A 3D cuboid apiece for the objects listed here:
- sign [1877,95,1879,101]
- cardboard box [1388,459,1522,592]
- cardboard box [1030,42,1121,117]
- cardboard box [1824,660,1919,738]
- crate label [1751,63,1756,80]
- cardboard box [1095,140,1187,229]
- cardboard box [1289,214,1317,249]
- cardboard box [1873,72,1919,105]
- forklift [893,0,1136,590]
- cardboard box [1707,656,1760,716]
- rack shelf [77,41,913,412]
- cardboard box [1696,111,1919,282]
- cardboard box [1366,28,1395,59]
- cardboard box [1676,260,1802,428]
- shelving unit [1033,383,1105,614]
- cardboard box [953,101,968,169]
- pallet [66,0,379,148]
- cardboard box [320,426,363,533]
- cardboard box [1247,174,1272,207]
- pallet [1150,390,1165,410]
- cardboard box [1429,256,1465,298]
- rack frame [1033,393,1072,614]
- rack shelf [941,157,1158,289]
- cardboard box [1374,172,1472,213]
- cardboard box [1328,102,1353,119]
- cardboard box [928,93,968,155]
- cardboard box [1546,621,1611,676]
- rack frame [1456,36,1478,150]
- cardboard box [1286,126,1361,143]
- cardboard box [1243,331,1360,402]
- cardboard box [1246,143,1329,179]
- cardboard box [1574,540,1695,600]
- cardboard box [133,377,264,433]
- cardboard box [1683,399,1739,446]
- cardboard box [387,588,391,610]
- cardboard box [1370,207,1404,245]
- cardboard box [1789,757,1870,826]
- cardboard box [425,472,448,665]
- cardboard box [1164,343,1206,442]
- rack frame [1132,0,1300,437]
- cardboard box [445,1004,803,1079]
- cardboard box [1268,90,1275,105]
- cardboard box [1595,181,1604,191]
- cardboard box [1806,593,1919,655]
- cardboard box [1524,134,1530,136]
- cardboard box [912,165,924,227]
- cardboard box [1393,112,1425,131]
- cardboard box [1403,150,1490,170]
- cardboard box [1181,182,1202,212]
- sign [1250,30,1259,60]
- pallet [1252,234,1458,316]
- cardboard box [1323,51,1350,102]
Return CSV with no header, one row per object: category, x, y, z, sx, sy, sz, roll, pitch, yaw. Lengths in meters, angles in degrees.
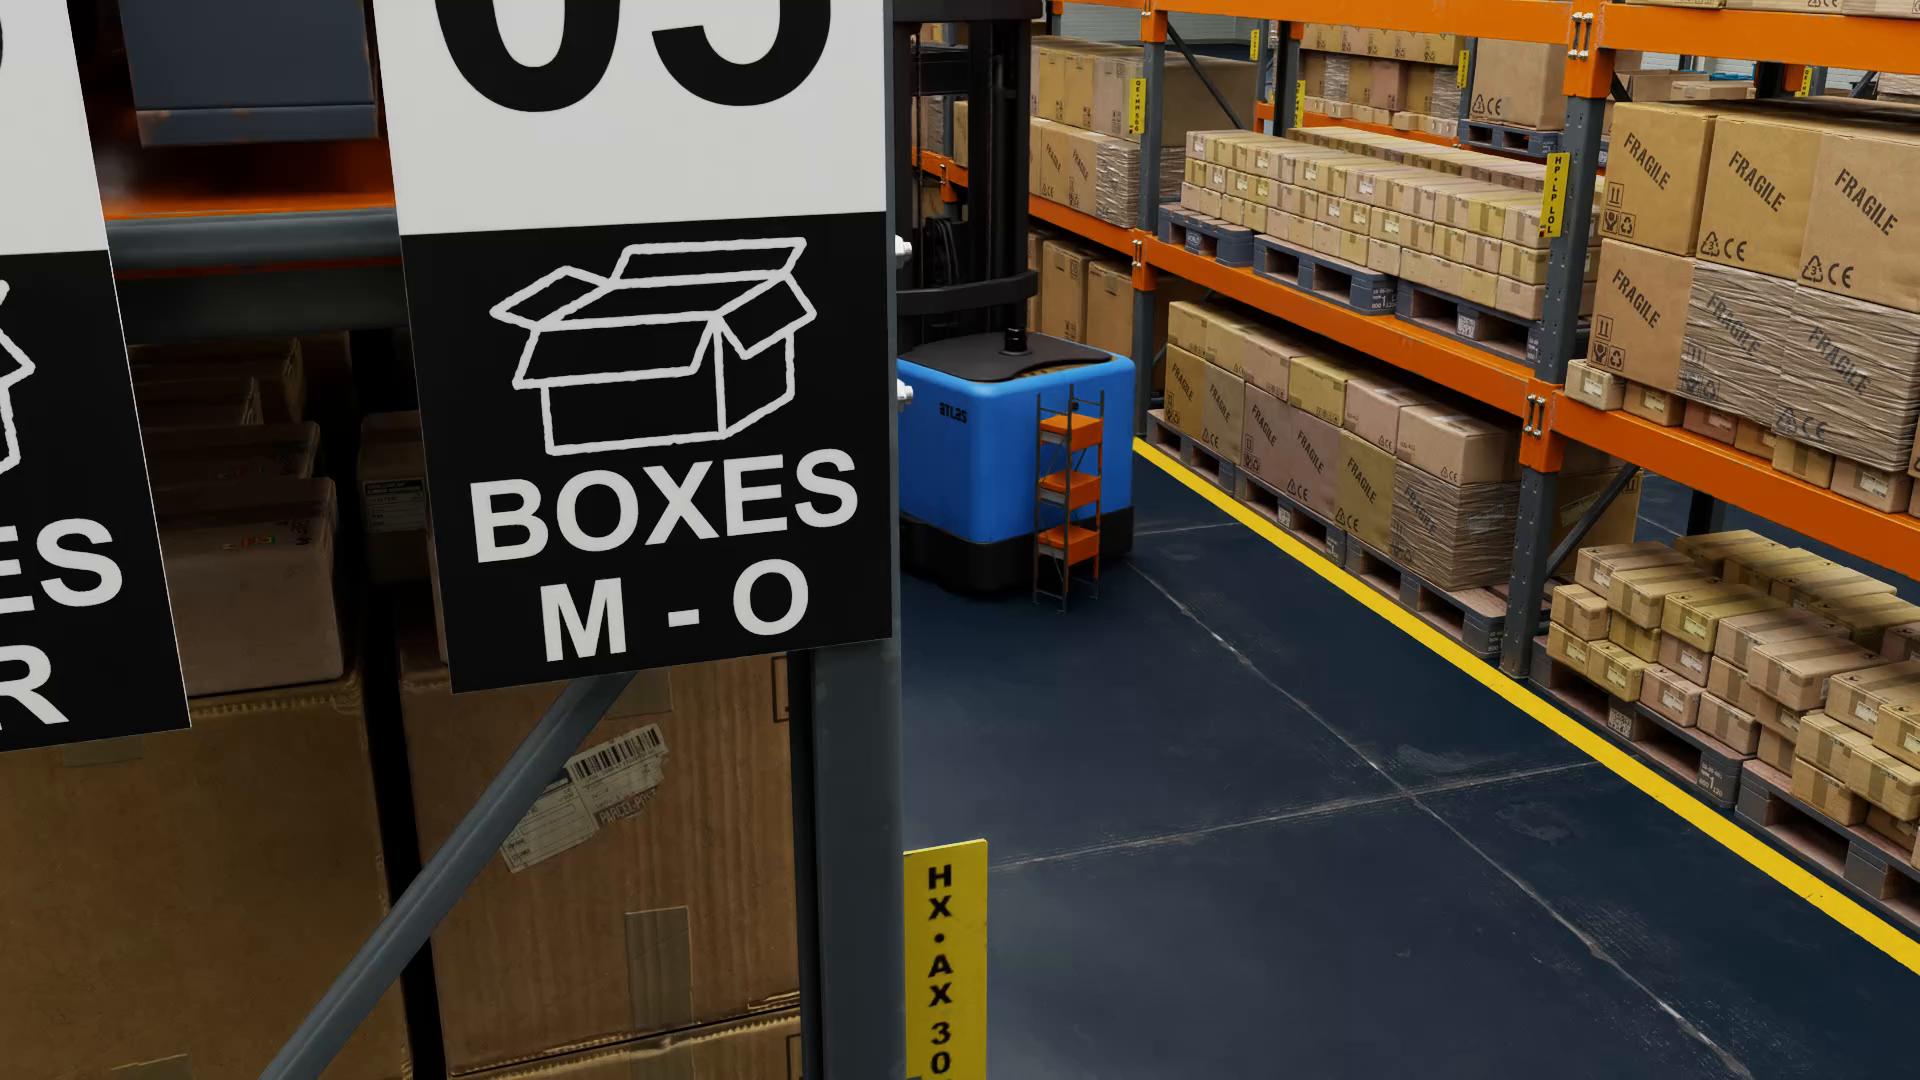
sign,9.264,-4.534,16.691,0.100,0.325,0.005,-6,21,-17
cardboard box,2.390,-0.102,7.840,0.500,0.500,0.500,-7,21,-18
cardboard box,0.831,-3.469,12.511,0.700,0.500,0.500,-6,21,-17
cardboard box,3.200,0.547,5.671,0.380,0.149,0.250,-7,21,-19
crate label,9.368,-5.197,18.894,0.502,0.435,0.616,-6,21,-17
cardboard box,1.208,-2.317,10.781,0.500,0.500,0.500,-6,21,-17
cardboard box,1.972,-1.643,8.803,0.380,0.149,0.250,-6,21,-16
cardboard box,6.559,-2.931,11.008,0.797,0.503,0.637,-6,21,-15
forklift,-0.396,-1.568,8.947,1.130,2.935,3.031,-14,24,-35
cardboard box,3.030,0.517,6.195,0.380,0.149,0.250,-7,21,-20
rack shelf,-1.177,-0.743,3.175,1.077,0.370,4.000,-6,21,-17
cardboard box,2.950,-1.192,5.732,0.500,0.500,0.500,-7,21,-19
cardboard box,4.370,-5.026,16.404,0.500,0.500,0.500,-6,21,-17
cardboard box,2.941,-0.713,5.877,0.500,0.500,0.500,-6,21,-17
shelving unit,0.514,-0.196,7.907,0.215,1.050,0.252,17,26,39
cardboard box,0.257,-3.287,13.483,0.500,0.500,0.500,-6,21,-17
pallet,-0.791,-0.635,1.941,1.003,0.211,1.213,-6,21,-17
cardboard box,-1.118,0.160,2.406,0.500,0.500,0.500,-6,21,-17
cardboard box,1.820,-1.944,9.201,0.380,0.149,0.250,-6,21,-17
pallet,1.428,-1.102,11.673,1.003,0.211,1.213,-6,21,-17
cardboard box,2.390,-1.219,7.624,0.380,0.149,0.250,-6,21,-17
rack frame,0.432,-0.165,7.822,0.200,1.050,0.008,17,26,39
rack shelf,0.976,-2.457,12.384,1.077,0.370,4.000,-6,21,-17
cardboard box,2.229,-1.670,8.000,0.380,0.149,0.250,-7,21,-19
cardboard box,4.073,-4.489,17.348,0.380,0.149,0.250,-6,21,-17
cardboard box,0.220,-3.625,14.350,0.875,0.550,0.550,-6,21,-17
cardboard box,2.671,0.425,6.892,0.380,0.149,0.250,-7,21,-20
rack frame,5.088,-3.932,15.426,1.000,3.000,0.127,-6,21,-17
cardboard box,2.194,-2.405,10.044,0.380,0.149,0.250,-7,21,-19
cardboard box,1.894,-0.958,9.113,0.500,0.250,0.500,-6,21,-17
cardboard box,1.809,-2.094,9.179,0.380,0.149,0.250,-7,21,-19
cardboard box,2.774,0.127,6.843,0.380,0.149,0.250,-6,20,-15
cardboard box,-1.115,-0.098,2.164,0.380,0.149,0.250,-7,21,-18
cardboard box,2.926,-0.471,6.163,0.380,0.149,0.250,-7,21,-20
cardboard box,-1.440,0.307,3.476,0.500,0.500,0.500,-6,21,-16
cardboard box,2.220,-1.531,8.053,0.380,0.149,0.250,-8,21,-20
cardboard box,3.118,0.837,5.745,0.380,0.149,0.250,-7,21,-19
cardboard box,-0.397,0.006,1.877,0.380,0.149,0.250,-6,21,-16
cardboard box,1.585,-0.921,10.119,0.500,0.500,0.500,-7,21,-20
rack frame,1.605,-2.154,10.475,1.000,3.000,0.127,-6,21,-17
cardboard box,-0.427,0.740,2.270,0.500,0.500,0.500,-7,21,-18
cardboard box,3.694,-4.981,18.717,0.380,0.149,0.250,-6,21,-17
cardboard box,3.003,-1.576,7.738,0.380,0.149,0.250,-6,21,-17
cardboard box,3.431,0.329,6.279,0.380,0.149,0.250,-6,21,-15
cardboard box,5.306,-3.915,15.749,0.380,0.149,0.250,-6,21,-17
cardboard box,-0.071,-3.133,15.724,0.875,0.875,0.875,-6,21,-17
cardboard box,4.466,-4.088,16.231,0.380,0.149,0.250,-6,21,-17
cardboard box,2.598,-1.989,8.888,0.380,0.149,0.250,-5,20,-15
cardboard box,1.554,-2.068,9.987,0.380,0.149,0.250,-7,21,-18
sign,3.316,-5.565,18.693,0.100,0.325,0.005,-6,21,-17
pallet,2.266,-1.433,8.751,1.003,0.211,1.213,-6,21,-17
cardboard box,4.365,-4.910,17.562,0.875,0.500,0.500,-6,21,-17
